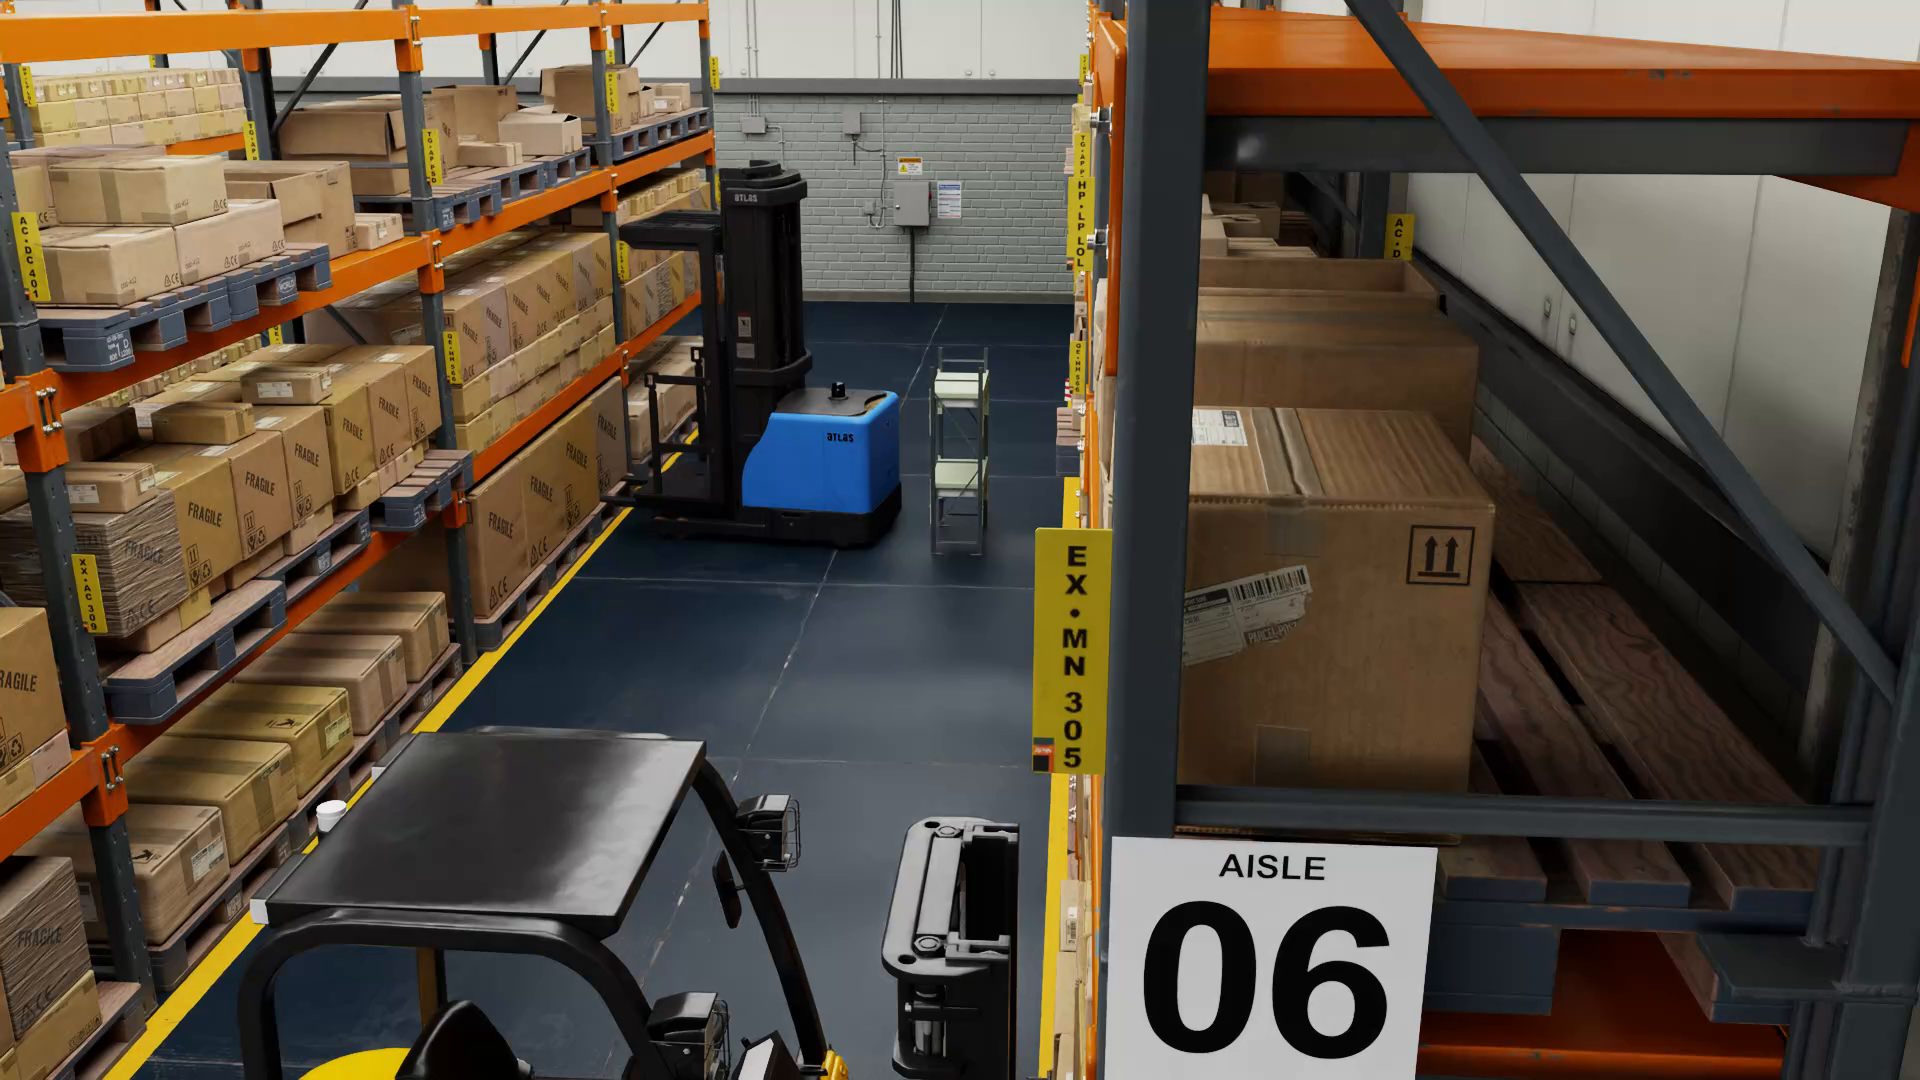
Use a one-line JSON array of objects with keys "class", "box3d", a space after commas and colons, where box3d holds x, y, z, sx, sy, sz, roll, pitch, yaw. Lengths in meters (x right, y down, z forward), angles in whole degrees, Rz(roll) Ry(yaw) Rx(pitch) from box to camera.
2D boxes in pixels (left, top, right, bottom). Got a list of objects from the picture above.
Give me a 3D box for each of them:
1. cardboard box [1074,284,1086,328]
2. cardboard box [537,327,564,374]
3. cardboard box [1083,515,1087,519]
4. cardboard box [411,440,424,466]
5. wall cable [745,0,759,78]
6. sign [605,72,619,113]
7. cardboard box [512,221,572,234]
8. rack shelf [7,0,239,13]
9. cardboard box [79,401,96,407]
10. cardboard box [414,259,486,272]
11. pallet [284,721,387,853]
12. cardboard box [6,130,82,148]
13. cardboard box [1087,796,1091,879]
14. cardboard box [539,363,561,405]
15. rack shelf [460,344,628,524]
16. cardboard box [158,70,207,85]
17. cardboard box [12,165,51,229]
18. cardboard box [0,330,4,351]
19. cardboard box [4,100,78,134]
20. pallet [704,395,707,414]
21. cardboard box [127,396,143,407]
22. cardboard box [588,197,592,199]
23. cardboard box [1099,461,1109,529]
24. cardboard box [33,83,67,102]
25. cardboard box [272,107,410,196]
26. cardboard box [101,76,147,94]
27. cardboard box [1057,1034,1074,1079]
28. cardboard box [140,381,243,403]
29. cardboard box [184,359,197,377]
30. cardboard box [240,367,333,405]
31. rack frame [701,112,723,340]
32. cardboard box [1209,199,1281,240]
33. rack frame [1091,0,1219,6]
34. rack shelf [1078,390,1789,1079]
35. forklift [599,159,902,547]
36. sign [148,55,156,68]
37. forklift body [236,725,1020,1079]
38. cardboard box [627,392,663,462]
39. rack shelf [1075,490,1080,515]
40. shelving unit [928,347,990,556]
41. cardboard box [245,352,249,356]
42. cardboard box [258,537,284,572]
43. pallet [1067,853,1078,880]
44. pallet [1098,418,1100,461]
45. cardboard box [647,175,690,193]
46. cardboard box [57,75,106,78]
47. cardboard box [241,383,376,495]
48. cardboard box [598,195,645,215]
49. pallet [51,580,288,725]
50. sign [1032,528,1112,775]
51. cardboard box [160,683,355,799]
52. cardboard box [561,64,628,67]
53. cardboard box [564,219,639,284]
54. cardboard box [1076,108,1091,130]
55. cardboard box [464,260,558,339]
[{"class": "cardboard box", "box3d": [1.247, -1.702, 12.964, 0.700, 0.500, 0.500, 1, 18, 5]}, {"class": "cardboard box", "box3d": [-3.278, -1.418, 12.372, 0.500, 0.250, 0.500, 2, 18, 5]}, {"class": "cardboard box", "box3d": [0.821, 0.081, 7.797, 0.500, 0.250, 0.500, 2, 18, 5]}, {"class": "cardboard box", "box3d": [-3.432, -0.516, 9.910, 0.380, 0.149, 0.250, 2, 18, 5]}, {"class": "wall cable", "box3d": [-2.996, -7.736, 22.581, 0.463, 3.000, 0.029, 1, 18, 4]}, {"class": "sign", "box3d": [-2.867, -3.682, 13.689, 0.100, 0.325, 0.005, 1, 18, 4]}, {"class": "cardboard box", "box3d": [-3.651, -2.546, 14.608, 0.500, 0.500, 0.500, 1, 18, 3]}, {"class": "rack shelf", "box3d": [-8.210, -5.078, 15.629, 1.077, 0.370, 4.000, 1, 18, 4]}, {"class": "cardboard box", "box3d": [-8.123, -1.179, 15.153, 0.380, 0.149, 0.250, 2, 18, 6]}, {"class": "cardboard box", "box3d": [-3.806, -1.788, 12.295, 0.500, 0.500, 0.500, 1, 18, 3]}, {"class": "pallet", "box3d": [-3.844, 1.318, 9.062, 1.003, 0.211, 1.213, 1, 18, 4]}, {"class": "cardboard box", "box3d": [-8.057, -3.441, 14.532, 0.500, 0.250, 0.500, 2, 18, 7]}, {"class": "cardboard box", "box3d": [0.563, 0.858, 4.784, 0.380, 0.149, 0.250, 1, 18, 2]}, {"class": "cardboard box", "box3d": [-3.316, -1.179, 12.445, 0.500, 0.250, 0.500, 1, 18, 4]}, {"class": "rack shelf", "box3d": [-3.553, -0.907, 12.530, 1.077, 0.370, 4.000, 1, 18, 4]}, {"class": "cardboard box", "box3d": [-7.931, -4.709, 16.957, 0.380, 0.149, 0.250, 1, 18, 2]}, {"class": "cardboard box", "box3d": [-4.068, -1.360, 6.702, 0.500, 0.250, 0.500, 2, 18, 5]}, {"class": "cardboard box", "box3d": [-3.746, -0.737, 5.802, 0.500, 0.250, 0.500, 1, 18, 3]}, {"class": "cardboard box", "box3d": [-8.080, -3.685, 14.473, 0.500, 0.250, 0.500, 2, 18, 6]}, {"class": "pallet", "box3d": [-3.102, -1.537, 17.776, 1.003, 0.211, 1.213, 1, 18, 4]}, {"class": "cardboard box", "box3d": [-8.076, -1.282, 15.944, 0.380, 0.149, 0.250, 0, 18, 1]}, {"class": "cardboard box", "box3d": [-3.550, -3.040, 15.074, 0.380, 0.149, 0.250, 1, 18, 3]}, {"class": "cardboard box", "box3d": [0.456, 0.015, 3.124, 0.396, 0.266, 0.258, 1, 18, 4]}, {"class": "cardboard box", "box3d": [-8.039, -3.899, 14.486, 0.380, 0.149, 0.250, 1, 18, 2]}, {"class": "cardboard box", "box3d": [-3.820, -2.422, 10.341, 0.797, 0.503, 0.637, 0, 18, 1]}, {"class": "cardboard box", "box3d": [-7.944, -4.304, 15.722, 0.380, 0.149, 0.250, 1, 18, 2]}, {"class": "cardboard box", "box3d": [0.550, 1.813, 5.209, 0.500, 0.250, 0.500, 2, 18, 6]}, {"class": "cardboard box", "box3d": [-4.021, -0.555, 8.986, 0.500, 0.500, 0.500, 2, 18, 5]}, {"class": "cardboard box", "box3d": [-7.994, -1.746, 16.883, 0.380, 0.149, 0.250, 1, 18, 2]}, {"class": "cardboard box", "box3d": [-3.532, -0.810, 8.724, 0.380, 0.149, 0.250, 0, 18, 1]}, {"class": "rack frame", "box3d": [-3.123, -3.112, 18.105, 1.000, 3.000, 0.127, 1, 18, 4]}, {"class": "cardboard box", "box3d": [1.353, -1.564, 8.103, 0.380, 0.166, 0.250, 1, 18, 4]}, {"class": "rack frame", "box3d": [1.542, -4.611, 13.044, 1.000, 3.000, 0.127, 1, 18, 4]}, {"class": "rack shelf", "box3d": [0.825, 0.262, 4.145, 1.077, 0.370, 4.000, 1, 18, 4]}, {"class": "forklift", "box3d": [-2.063, -1.559, 13.472, 3.031, 2.935, 1.130, 4, 19, 12]}, {"class": "sign", "box3d": [-8.608, -5.044, 17.780, 0.100, 0.325, 0.005, 1, 18, 4]}, {"class": "forklift body", "box3d": [-1.002, 1.740, 4.658, 2.313, 2.155, 1.214, 1, 18, 4]}, {"class": "cardboard box", "box3d": [-3.257, -1.045, 15.235, 0.875, 0.438, 0.875, 1, 18, 3]}, {"class": "rack shelf", "box3d": [1.398, -0.798, 12.195, 1.077, 0.370, 4.000, 1, 18, 4]}, {"class": "shelving unit", "box3d": [0.000, -0.711, 13.183, 0.431, 1.500, 0.755, 1, 18, 4]}, {"class": "cardboard box", "box3d": [-7.893, -1.927, 17.914, 0.380, 0.149, 0.250, 1, 18, 3]}, {"class": "cardboard box", "box3d": [-3.578, 0.047, 8.192, 0.380, 0.149, 0.250, 1, 18, 4]}, {"class": "pallet", "box3d": [0.982, 1.819, 7.531, 1.003, 0.211, 1.213, 1, 18, 4]}, {"class": "pallet", "box3d": [0.933, -0.394, 5.132, 1.003, 0.211, 1.213, 1, 18, 4]}, {"class": "cardboard box", "box3d": [-2.936, -3.589, 16.750, 0.380, 0.149, 0.250, 2, 18, 5]}, {"class": "cardboard box", "box3d": [-8.458, -4.396, 16.001, 0.380, 0.149, 0.250, 2, 18, 6]}, {"class": "cardboard box", "box3d": [-3.512, -0.551, 8.976, 0.500, 0.500, 0.500, 0, 18, 0]}, {"class": "cardboard box", "box3d": [-3.070, -3.029, 15.043, 0.380, 0.149, 0.250, 1, 18, 4]}, {"class": "pallet", "box3d": [-3.783, 0.471, 7.475, 1.003, 0.211, 1.213, 1, 18, 4]}, {"class": "sign", "box3d": [0.141, 0.141, 2.062, 0.100, 0.325, 0.005, 1, 18, 4]}, {"class": "cardboard box", "box3d": [-3.851, 1.061, 8.912, 0.950, 0.372, 0.625, 2, 18, 6]}, {"class": "cardboard box", "box3d": [-3.417, -4.210, 15.640, 0.500, 0.500, 0.500, 2, 18, 5]}, {"class": "cardboard box", "box3d": [-3.134, -2.535, 14.577, 0.500, 0.500, 0.500, 1, 18, 4]}, {"class": "cardboard box", "box3d": [1.074, -3.210, 12.675, 0.380, 0.149, 0.250, 1, 18, 3]}, {"class": "cardboard box", "box3d": [-3.299, -1.769, 12.240, 0.500, 0.500, 0.500, 2, 18, 5]}]
